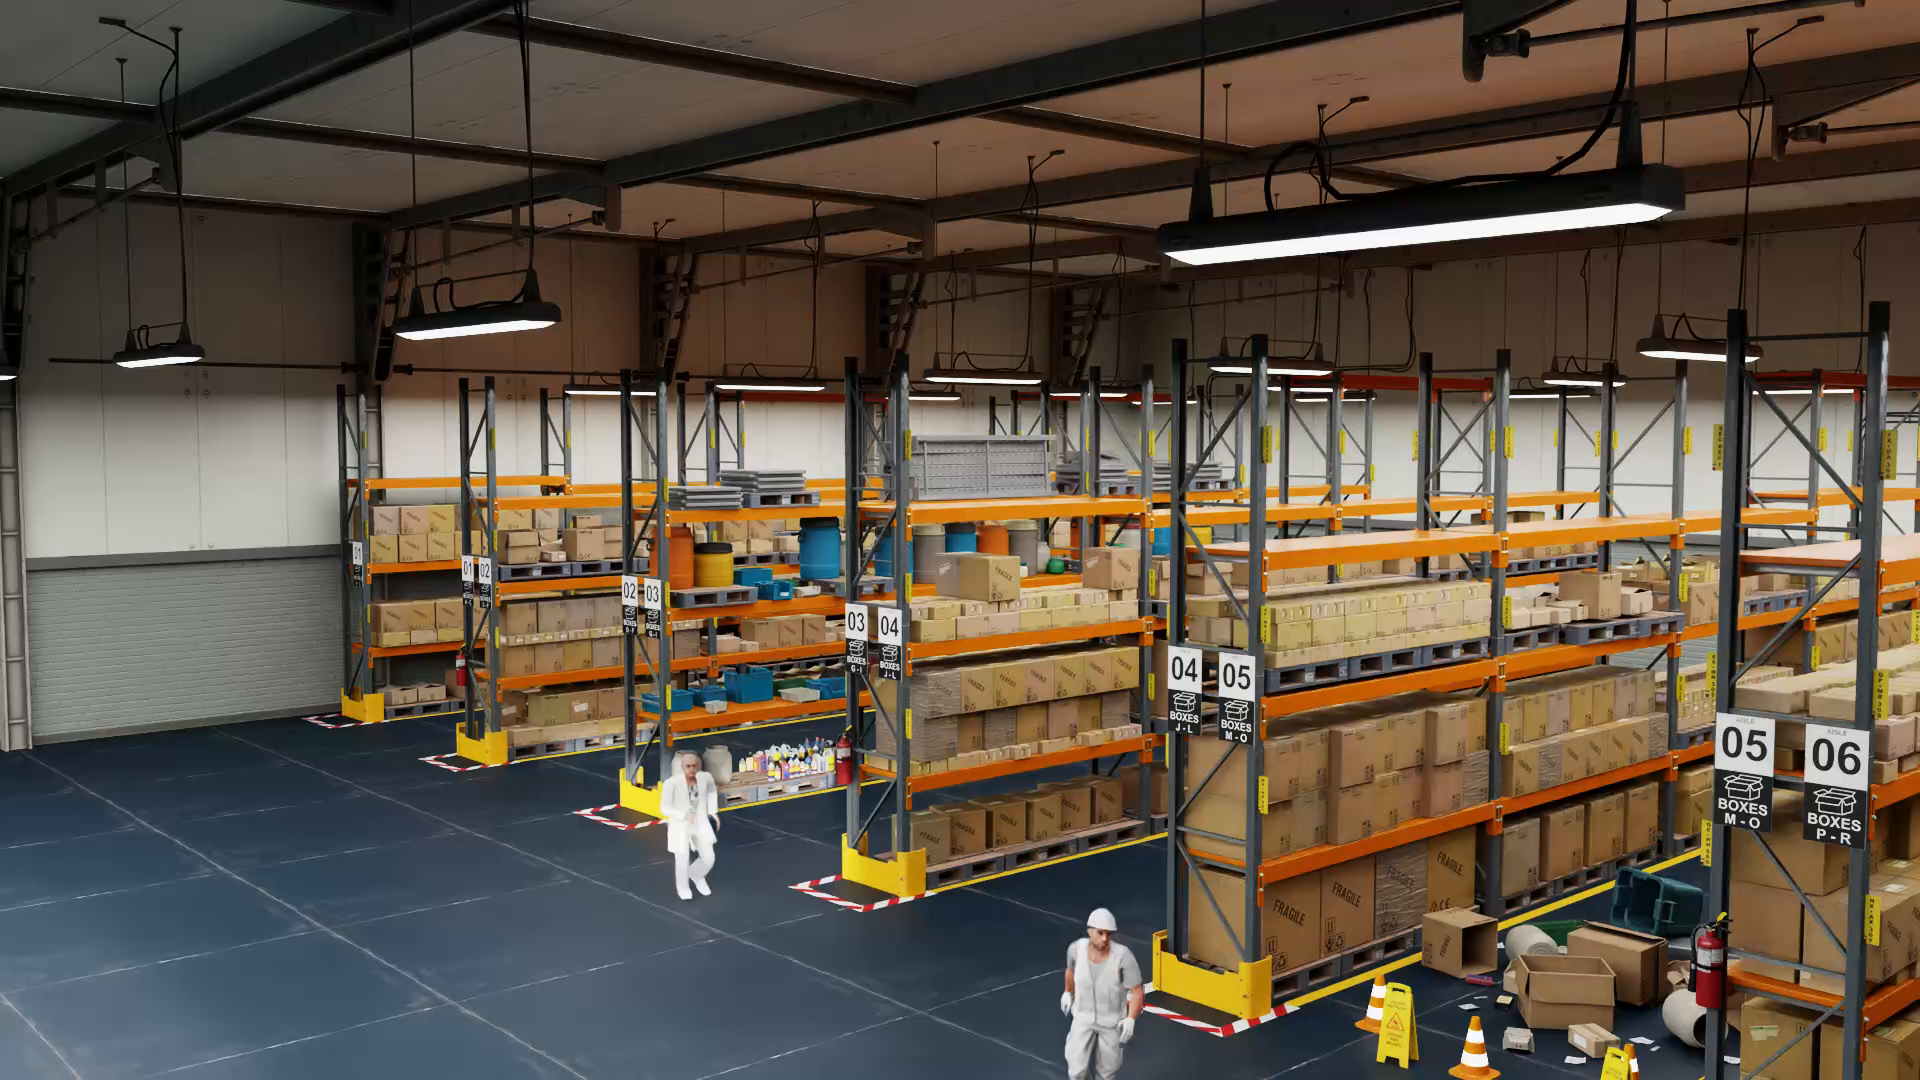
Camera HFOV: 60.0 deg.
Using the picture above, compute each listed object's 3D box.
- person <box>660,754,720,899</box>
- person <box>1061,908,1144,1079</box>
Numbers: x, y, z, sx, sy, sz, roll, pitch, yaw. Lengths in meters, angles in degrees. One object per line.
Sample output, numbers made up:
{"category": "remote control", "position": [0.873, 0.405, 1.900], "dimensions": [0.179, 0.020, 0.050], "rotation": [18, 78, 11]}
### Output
{"category": "person", "position": [-2.935, 3.137, 18.121], "dimensions": [0.700, 1.669, 0.901], "rotation": [-1, 4, -20]}
{"category": "person", "position": [0.998, 3.493, 12.009], "dimensions": [0.664, 1.727, 0.775], "rotation": [1, 4, 13]}
